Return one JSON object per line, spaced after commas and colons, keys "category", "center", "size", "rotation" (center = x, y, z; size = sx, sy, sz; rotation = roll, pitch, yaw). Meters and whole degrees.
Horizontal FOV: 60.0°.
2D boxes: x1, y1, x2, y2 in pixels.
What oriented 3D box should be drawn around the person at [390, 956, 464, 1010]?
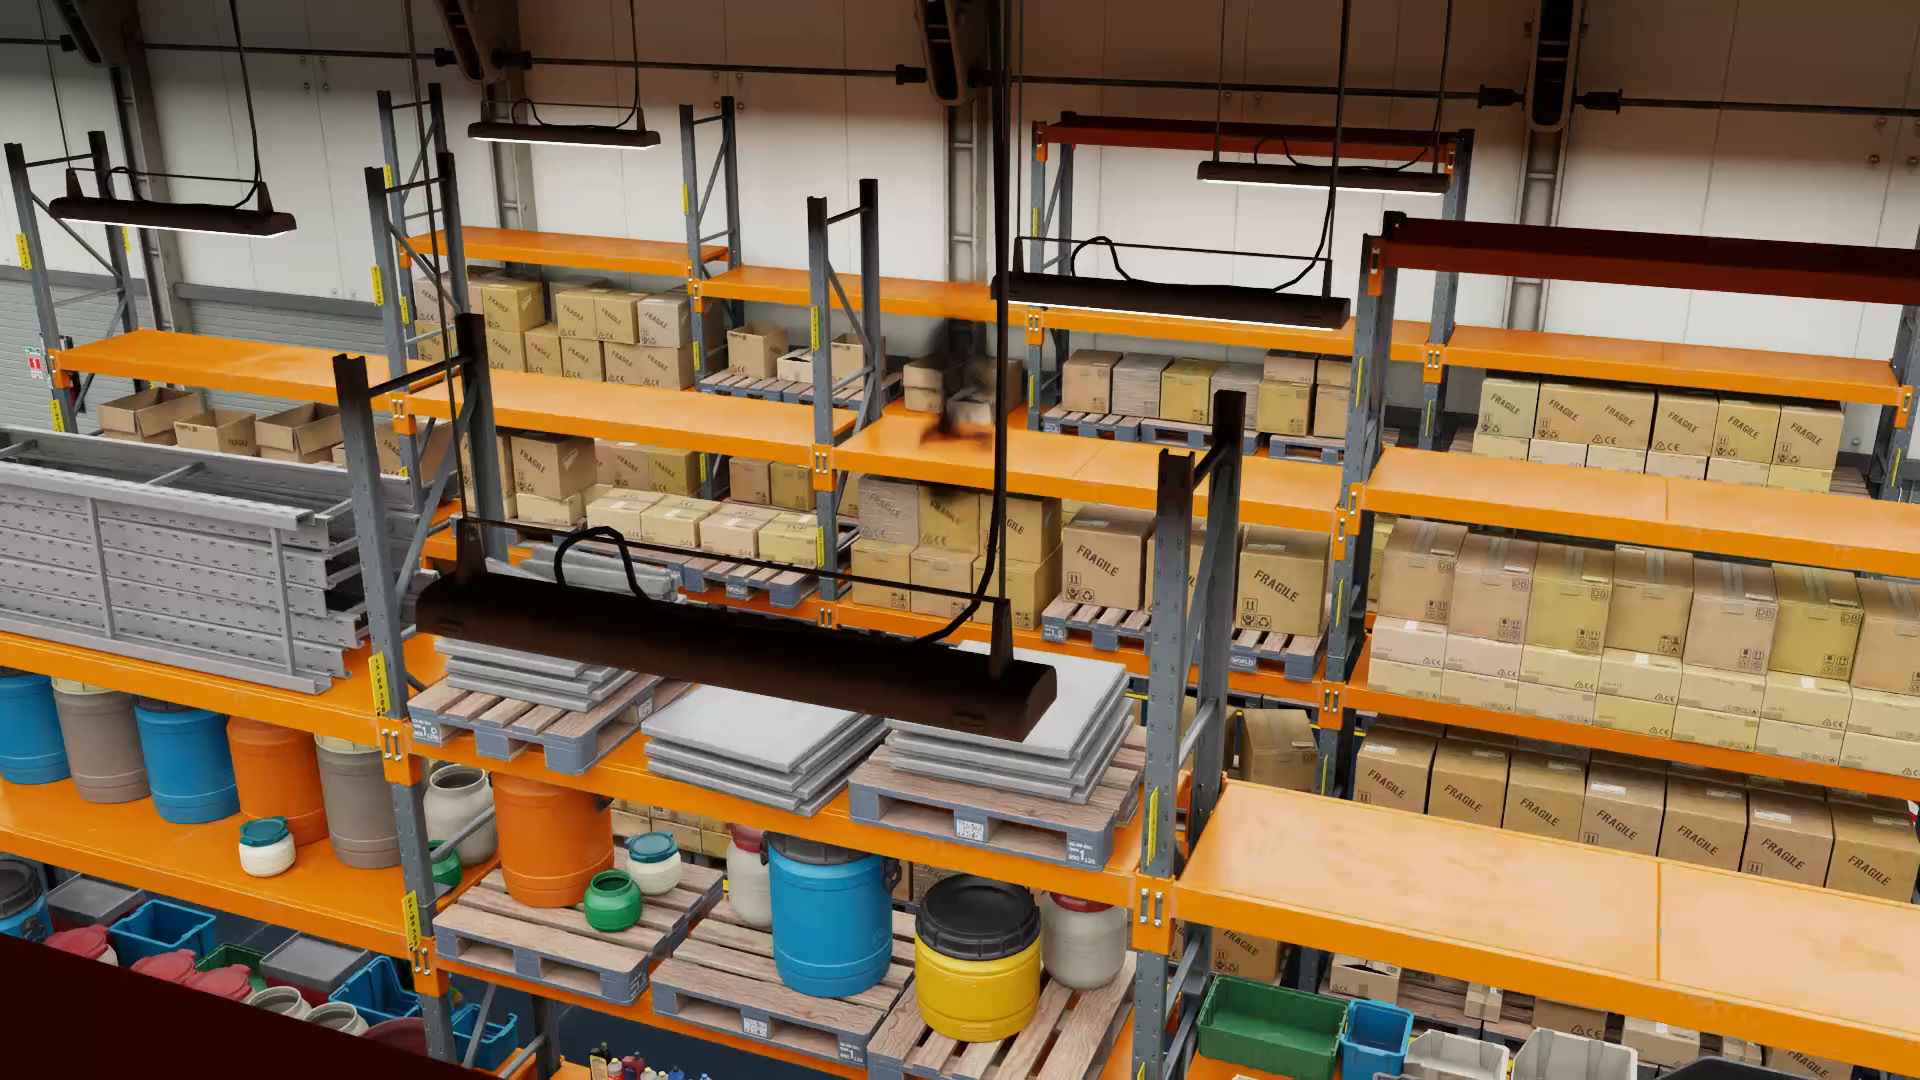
{"category": "person", "center": [-4.095, 2.830, 12.499], "size": [0.906, 1.765, 0.633], "rotation": [10, 23, 24]}
